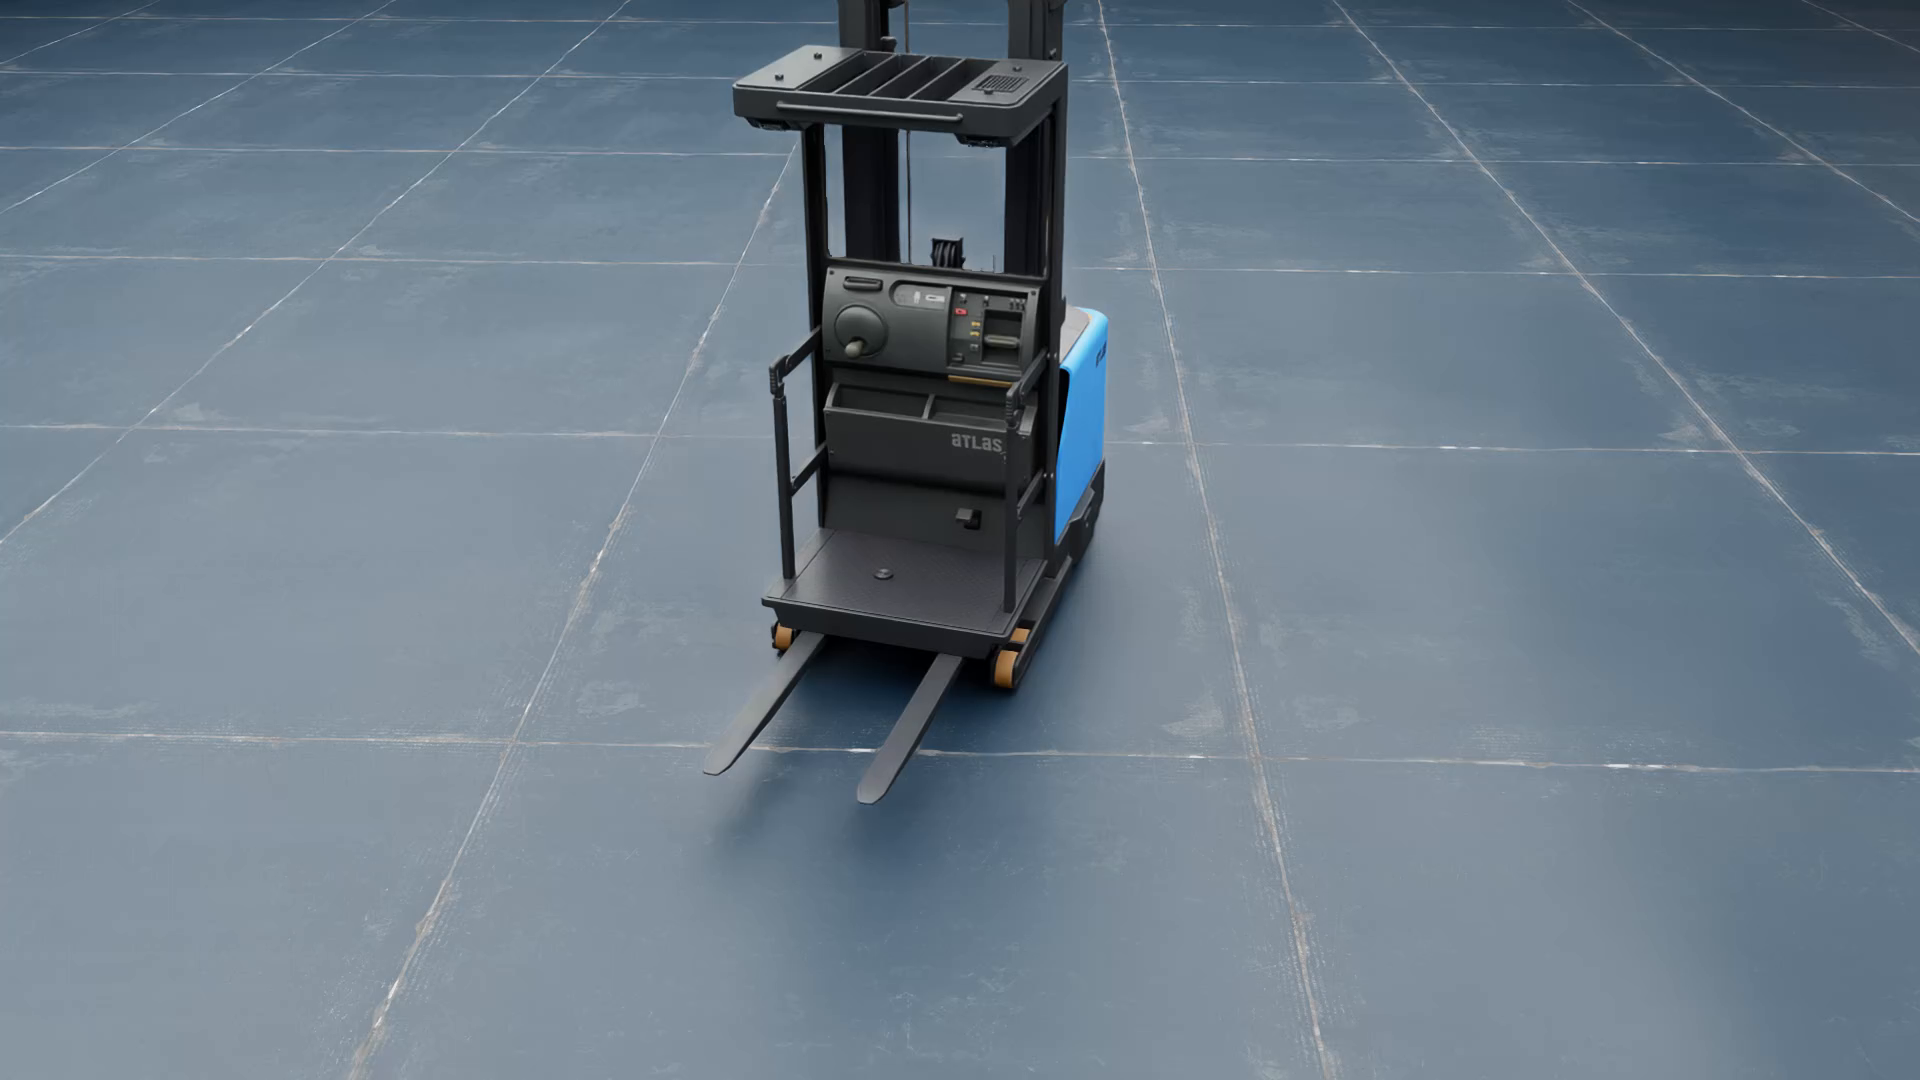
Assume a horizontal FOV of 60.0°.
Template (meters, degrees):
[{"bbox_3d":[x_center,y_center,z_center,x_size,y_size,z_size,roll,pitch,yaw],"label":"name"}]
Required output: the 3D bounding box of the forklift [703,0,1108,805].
[{"bbox_3d":[-0.189,-0.871,6.763,1.130,2.935,3.031,8,29,15],"label":"forklift"}]

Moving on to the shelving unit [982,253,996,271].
[{"bbox_3d":[0.232,-0.861,8.592,0.189,1.200,0.258,8,29,15],"label":"shelving unit"}]

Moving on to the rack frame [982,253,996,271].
[{"bbox_3d":[0.144,-0.873,8.616,0.006,1.200,0.240,8,29,15],"label":"rack frame"}]
